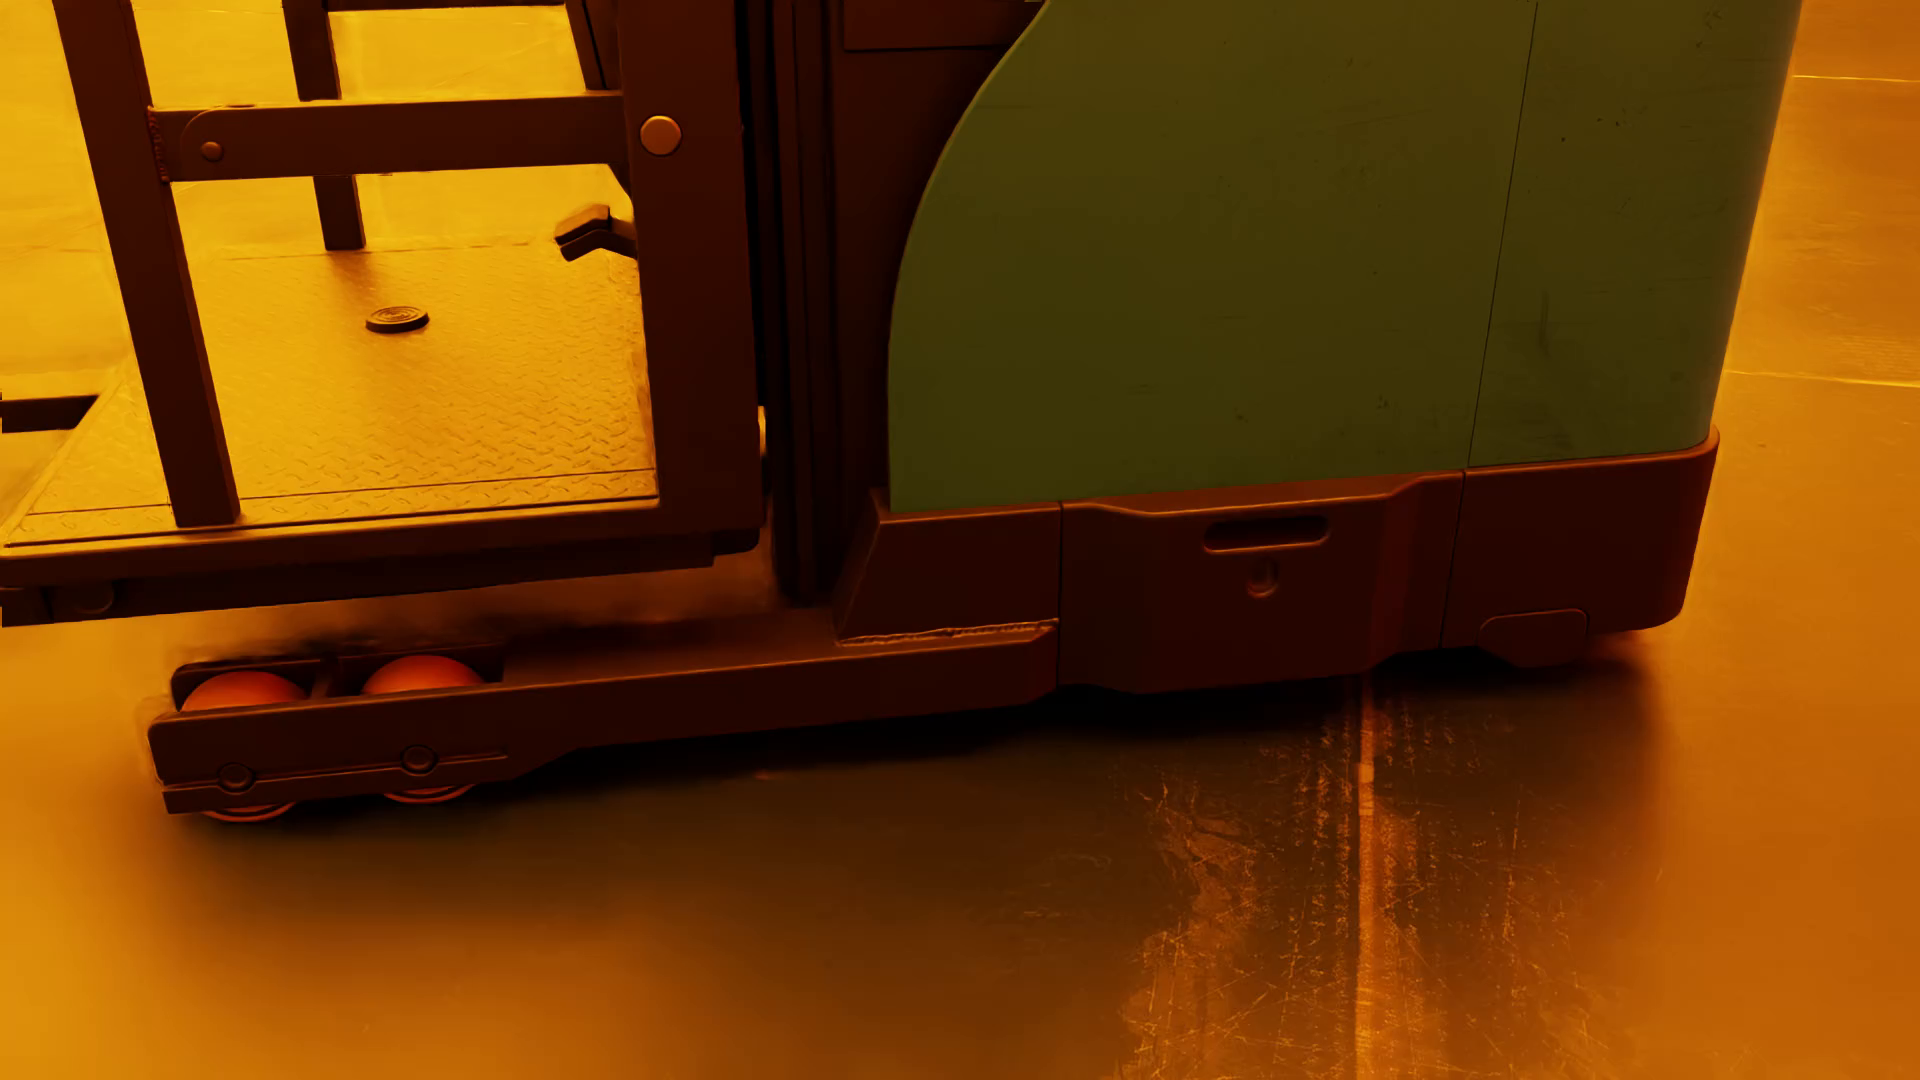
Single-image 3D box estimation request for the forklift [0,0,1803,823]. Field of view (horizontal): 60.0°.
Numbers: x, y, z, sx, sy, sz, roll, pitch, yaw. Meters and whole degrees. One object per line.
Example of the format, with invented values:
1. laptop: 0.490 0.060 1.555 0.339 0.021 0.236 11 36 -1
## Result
1. forklift: -0.615 -1.249 1.722 3.031 2.935 1.130 -5 27 -9
